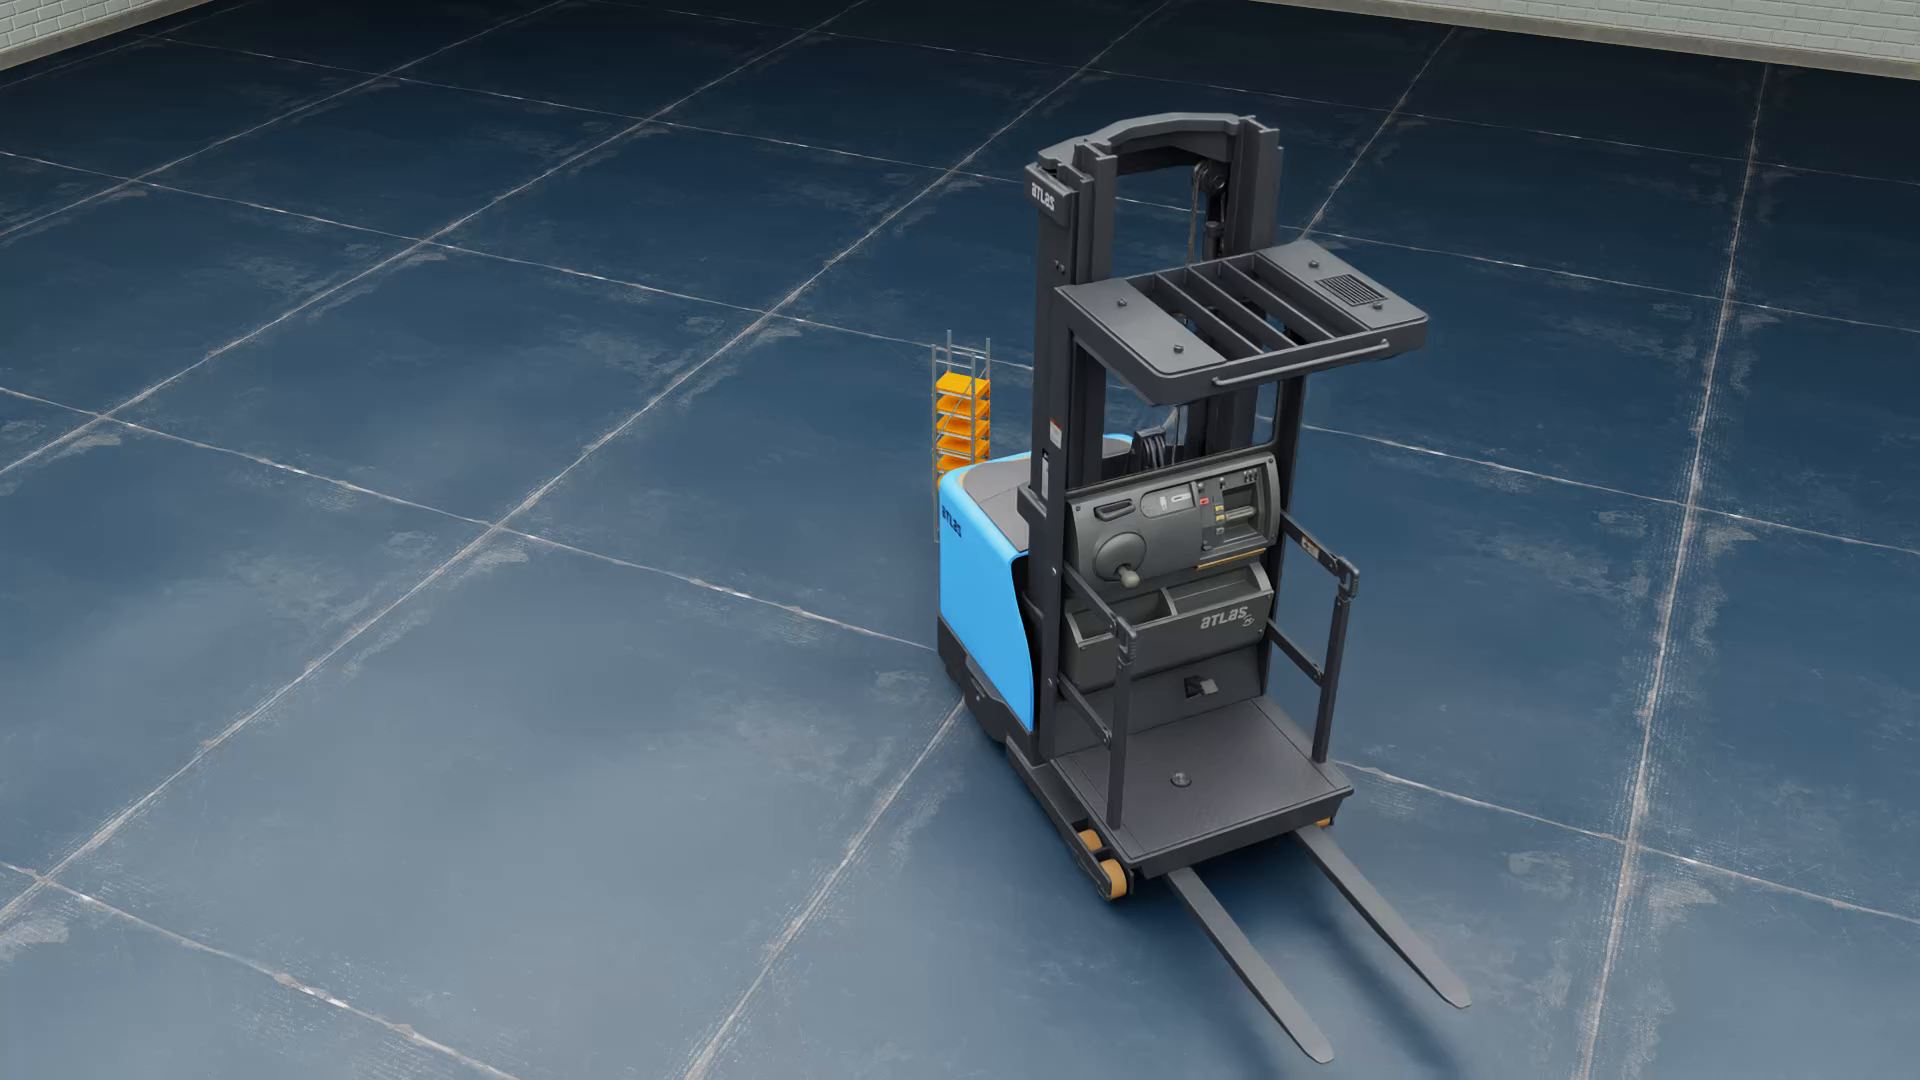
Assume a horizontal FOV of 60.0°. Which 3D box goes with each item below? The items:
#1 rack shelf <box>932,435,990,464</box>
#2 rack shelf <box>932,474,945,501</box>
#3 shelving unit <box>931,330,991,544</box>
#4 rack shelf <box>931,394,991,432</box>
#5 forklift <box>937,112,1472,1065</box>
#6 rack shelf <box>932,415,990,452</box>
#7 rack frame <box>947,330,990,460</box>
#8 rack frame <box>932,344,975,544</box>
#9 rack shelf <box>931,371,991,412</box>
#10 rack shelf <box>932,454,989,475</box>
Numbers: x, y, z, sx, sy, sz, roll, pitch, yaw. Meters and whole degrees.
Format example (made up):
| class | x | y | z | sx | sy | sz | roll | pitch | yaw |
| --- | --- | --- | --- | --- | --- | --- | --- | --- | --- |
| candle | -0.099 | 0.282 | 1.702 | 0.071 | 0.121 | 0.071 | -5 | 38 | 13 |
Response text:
| class | x | y | z | sx | sy | sz | roll | pitch | yaw |
| --- | --- | --- | --- | --- | --- | --- | --- | --- | --- |
| rack shelf | 0.006 | -0.472 | 8.825 | 0.258 | 0.103 | 0.180 | 14 | 36 | 20 |
| rack shelf | 0.006 | -0.271 | 8.956 | 0.258 | 0.103 | 0.180 | 14 | 36 | 20 |
| shelving unit | 0.006 | -0.509 | 8.800 | 0.258 | 1.200 | 0.189 | 14 | 36 | 20 |
| rack shelf | 0.006 | -0.673 | 8.693 | 0.258 | 0.103 | 0.180 | 14 | 36 | 20 |
| forklift | 0.958 | -0.016 | 6.469 | 1.130 | 2.935 | 3.031 | -14 | 36 | -20 |
| rack shelf | 0.006 | -0.572 | 8.759 | 0.258 | 0.103 | 0.180 | 14 | 36 | 20 |
| rack frame | 0.044 | -0.555 | 8.870 | 0.240 | 1.200 | 0.006 | 14 | 36 | 20 |
| rack frame | -0.032 | -0.463 | 8.731 | 0.240 | 1.200 | 0.006 | 14 | 36 | 20 |
| rack shelf | 0.006 | -0.773 | 8.627 | 0.258 | 0.103 | 0.180 | 14 | 36 | 20 |
| rack shelf | 0.006 | -0.371 | 8.891 | 0.258 | 0.103 | 0.180 | 14 | 36 | 20 |
